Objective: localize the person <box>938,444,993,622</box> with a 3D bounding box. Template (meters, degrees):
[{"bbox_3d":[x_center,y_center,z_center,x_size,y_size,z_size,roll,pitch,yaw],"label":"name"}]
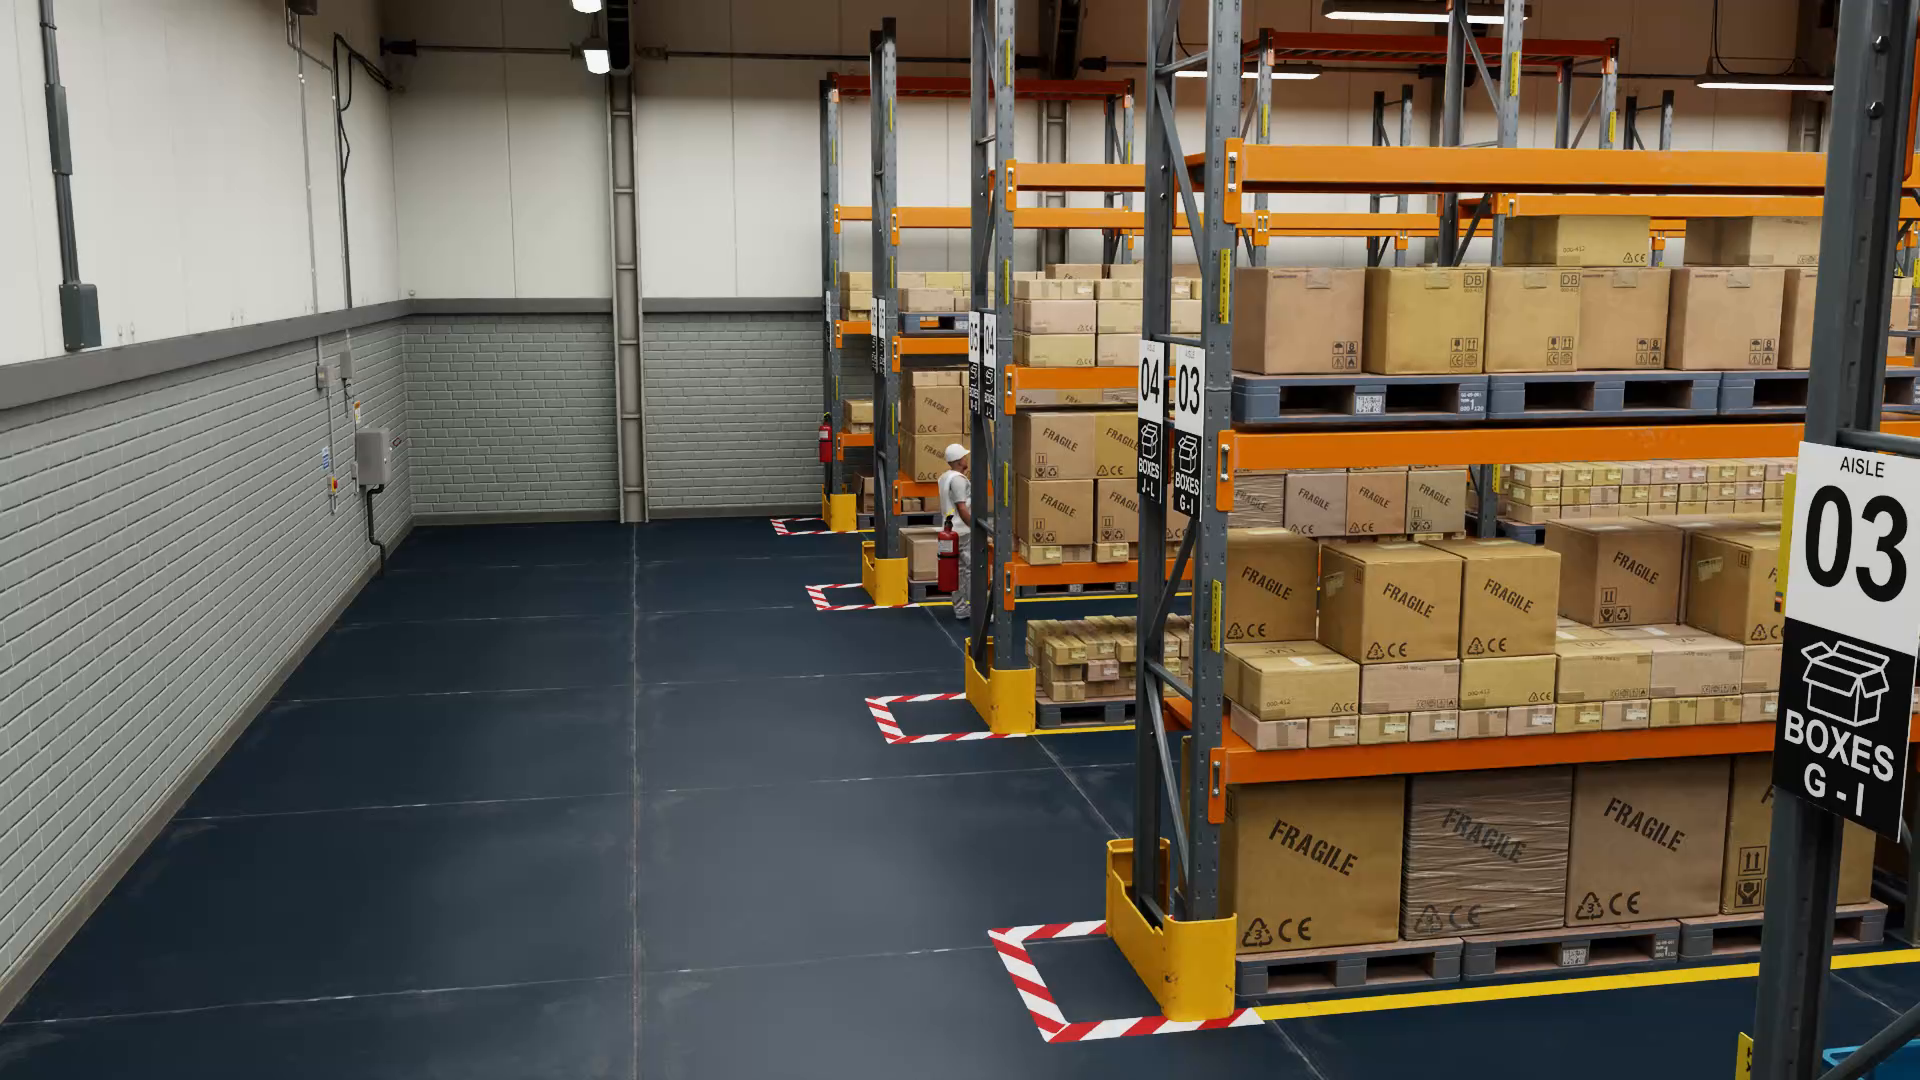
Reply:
[{"bbox_3d":[0.091,-0.083,16.766,0.575,1.785,0.657,-3,10,-18],"label":"person"}]
